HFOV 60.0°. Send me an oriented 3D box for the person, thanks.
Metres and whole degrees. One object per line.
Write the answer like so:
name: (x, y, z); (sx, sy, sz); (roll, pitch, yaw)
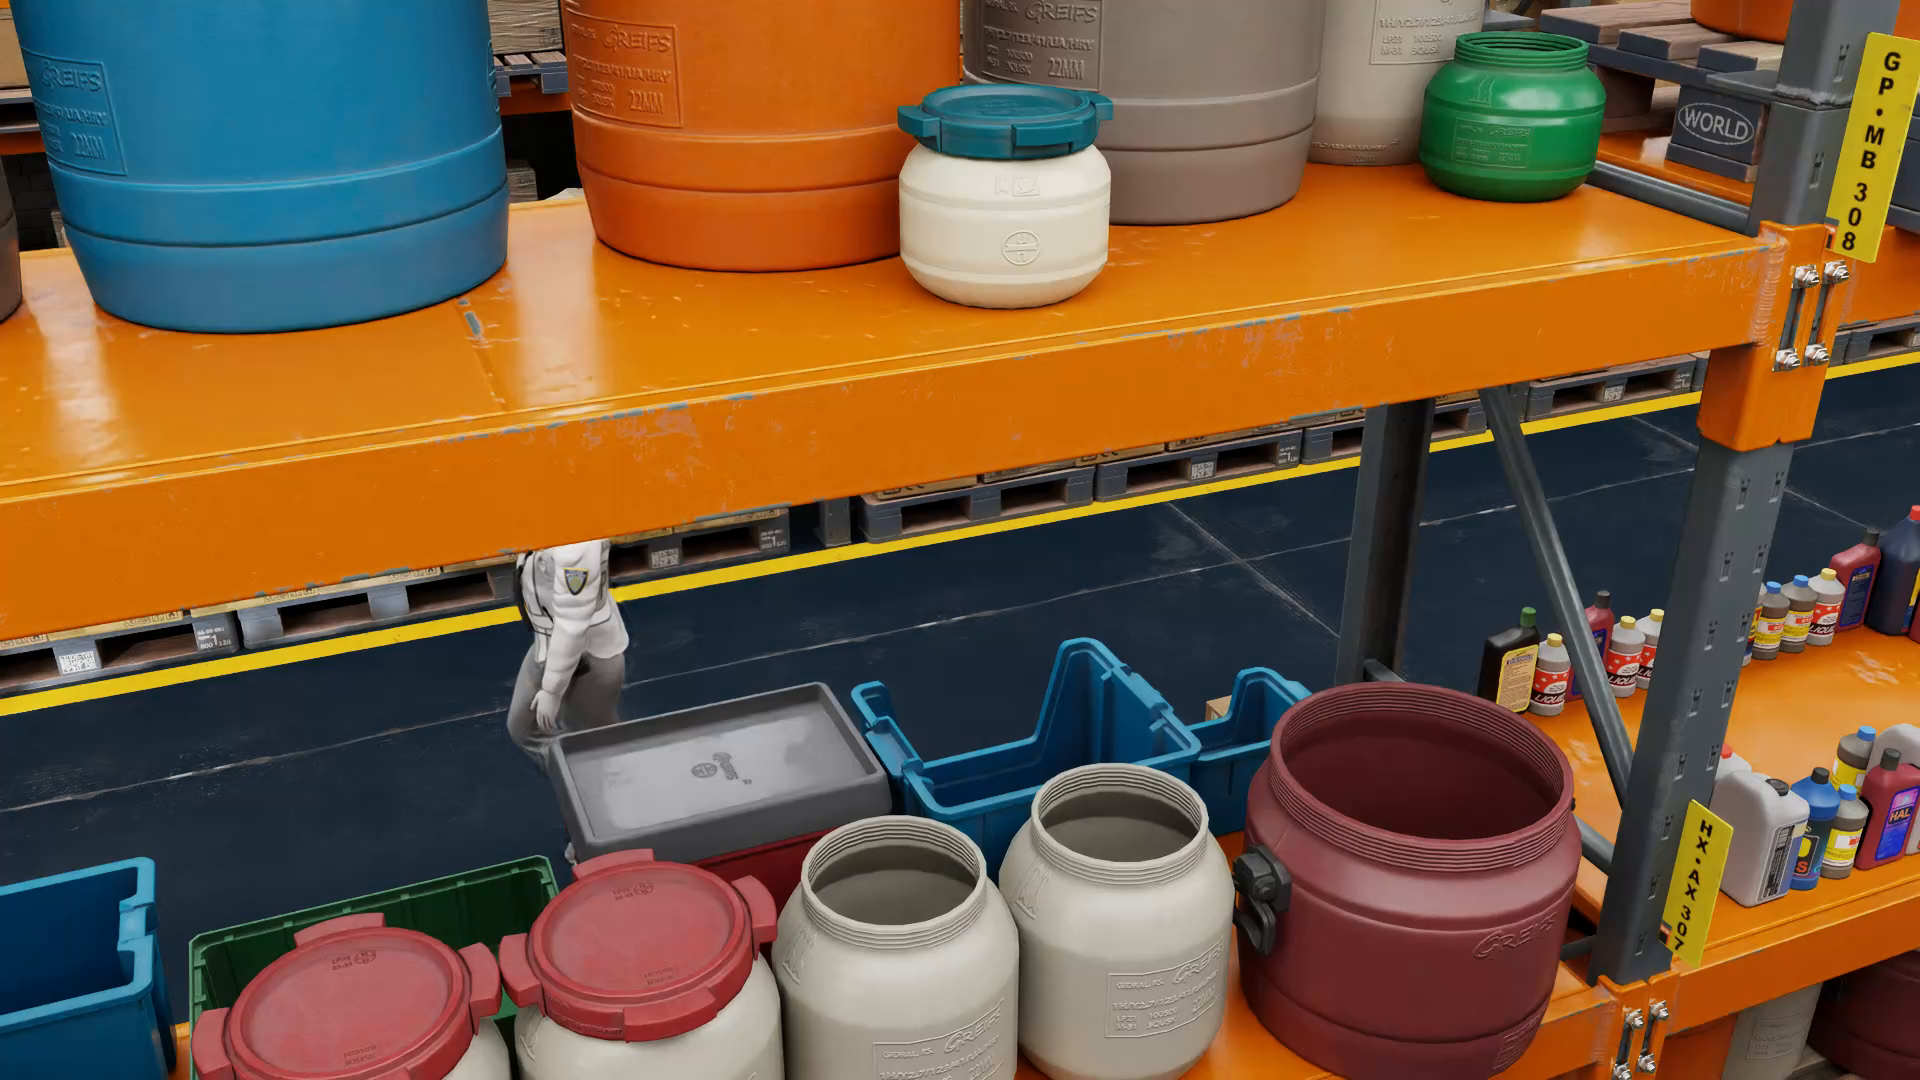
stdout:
person: (-1.247, 0.387, 5.272); (0.447, 1.726, 0.515); (-6, 27, -12)
